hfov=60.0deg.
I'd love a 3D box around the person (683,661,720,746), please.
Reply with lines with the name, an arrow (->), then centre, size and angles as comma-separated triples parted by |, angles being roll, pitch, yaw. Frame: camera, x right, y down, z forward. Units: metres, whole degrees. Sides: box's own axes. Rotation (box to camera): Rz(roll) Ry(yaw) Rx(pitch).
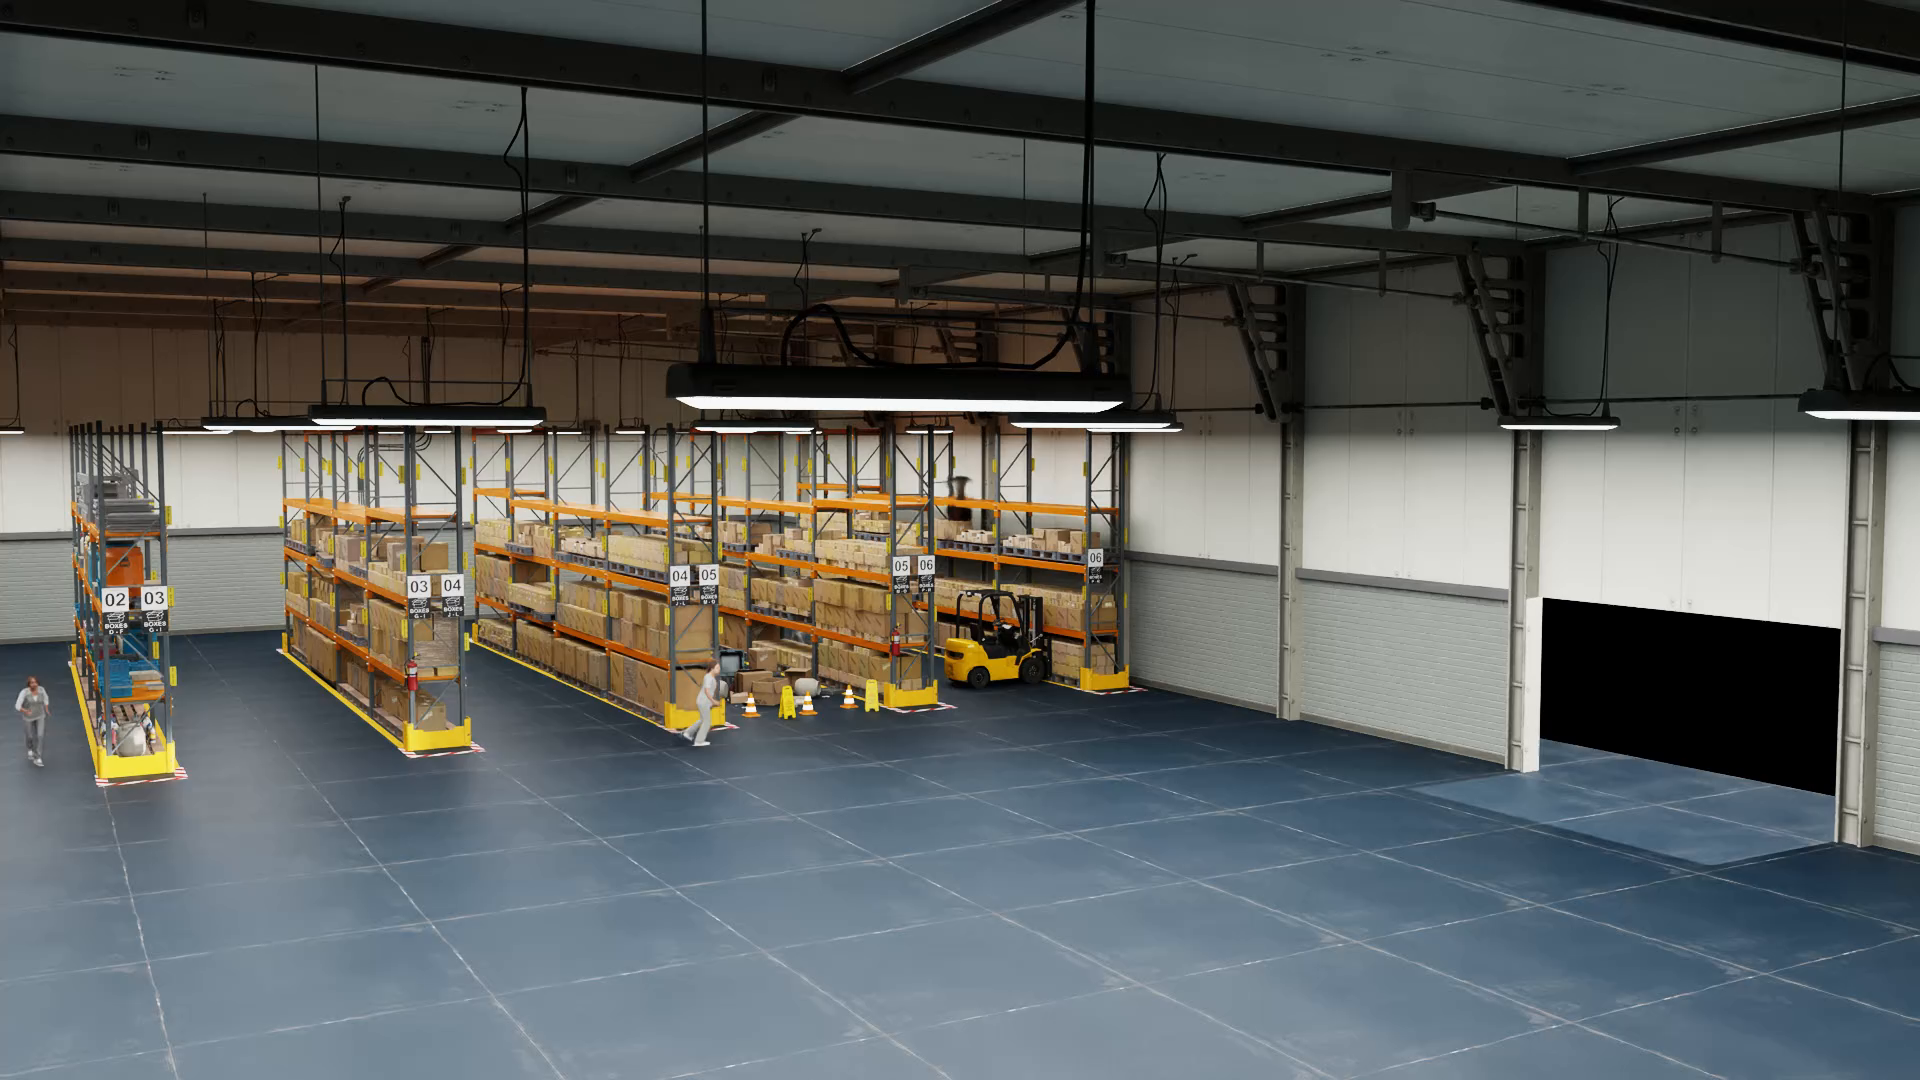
person -> -4.787, 3.021, 30.793 | 0.708, 1.592, 0.556 | 0, 4, -4

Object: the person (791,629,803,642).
person -> -4.567, 2.051, 46.172 | 0.699, 1.633, 1.109 | -1, 4, -16

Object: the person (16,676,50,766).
person -> -16.222, 3.148, 29.088 | 0.541, 1.539, 0.882 | -3, 4, -36
